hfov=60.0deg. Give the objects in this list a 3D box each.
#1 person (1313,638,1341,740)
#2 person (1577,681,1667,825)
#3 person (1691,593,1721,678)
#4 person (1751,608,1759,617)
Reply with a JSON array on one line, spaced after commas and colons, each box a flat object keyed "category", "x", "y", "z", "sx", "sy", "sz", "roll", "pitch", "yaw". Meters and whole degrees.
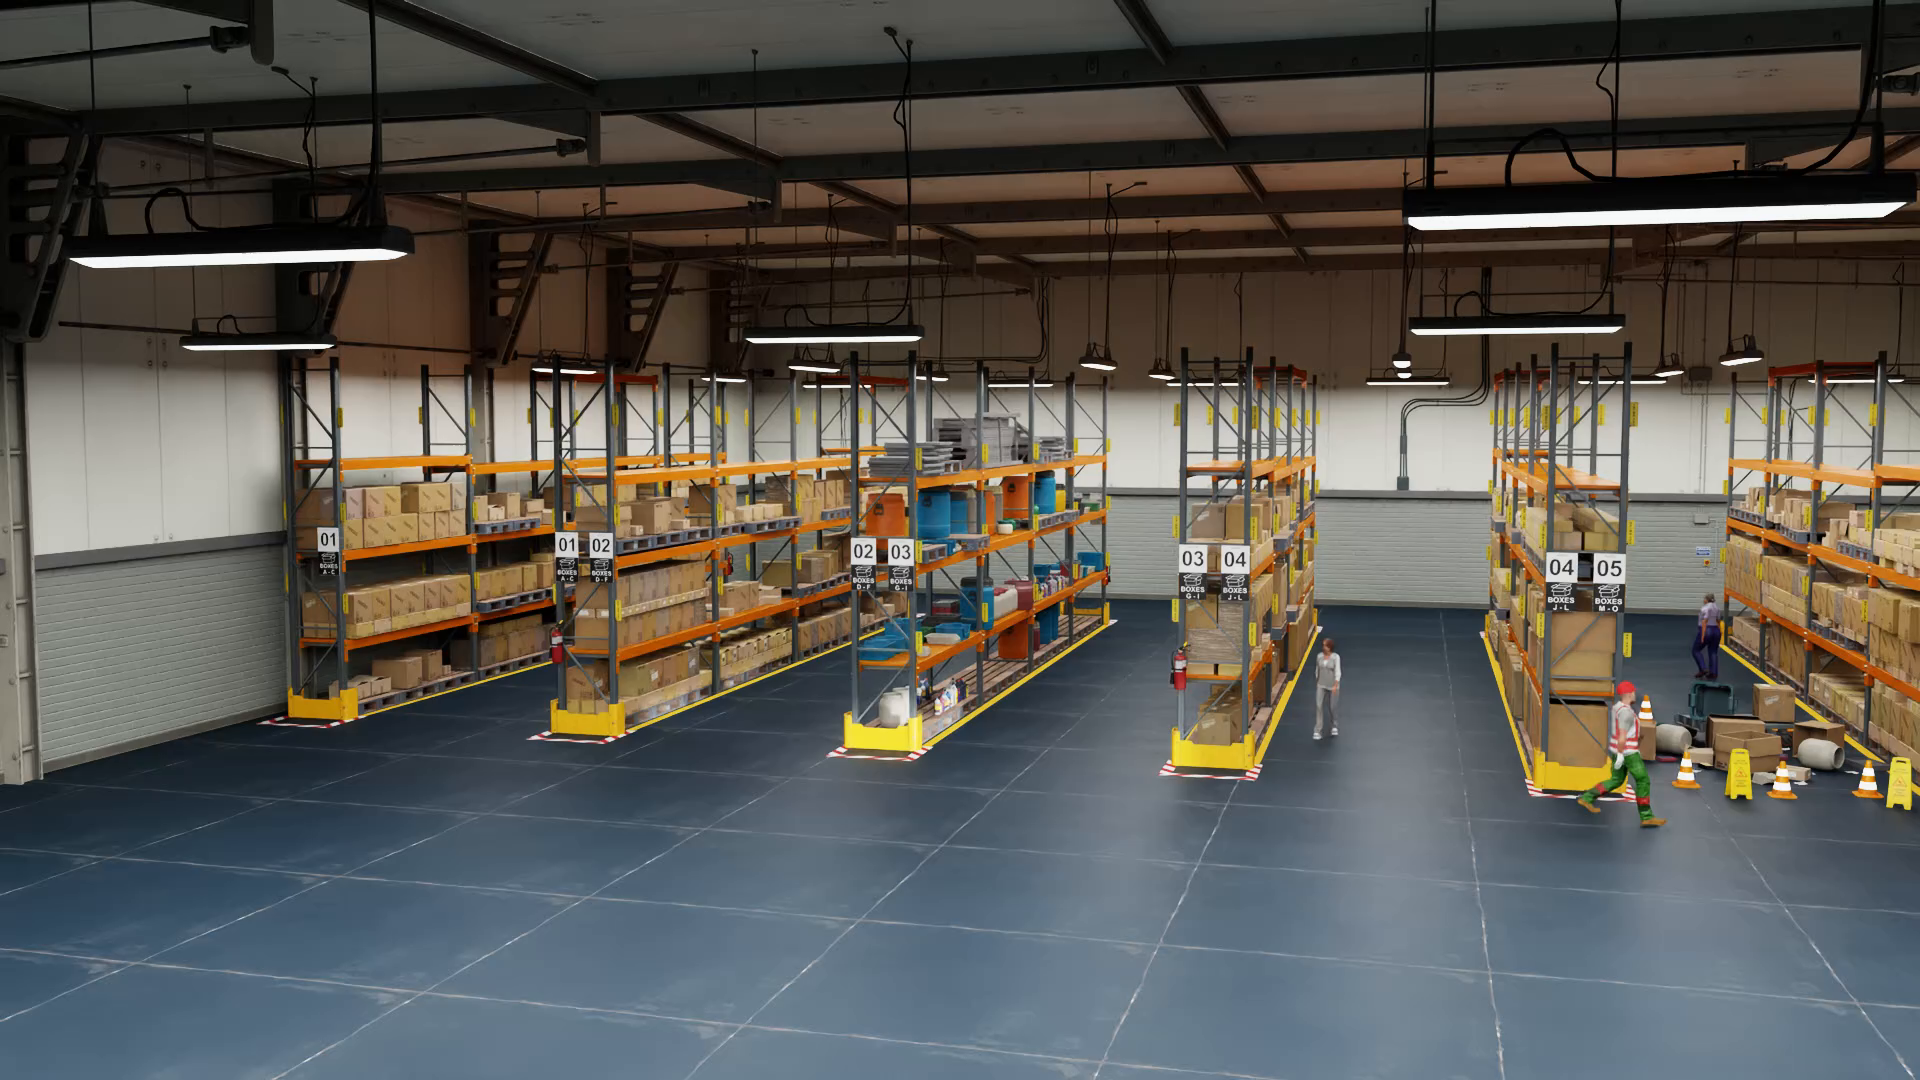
[{"category": "person", "x": 5.706, "y": 2.306, "z": 25.871, "sx": 0.432, "sy": 1.552, "sz": 0.903, "roll": 2, "pitch": 5, "yaw": 26}, {"category": "person", "x": 8.211, "y": 2.622, "z": 20.595, "sx": 0.986, "sy": 1.749, "sz": 0.528, "roll": 1, "pitch": 4, "yaw": 7}, {"category": "person", "x": 14.397, "y": 1.842, "z": 31.985, "sx": 0.522, "sy": 1.664, "sz": 0.426, "roll": -1, "pitch": 4, "yaw": -19}, {"category": "person", "x": 17.978, "y": 1.401, "z": 37.661, "sx": 0.649, "sy": 1.665, "sz": 0.536, "roll": 3, "pitch": 5, "yaw": 32}]
